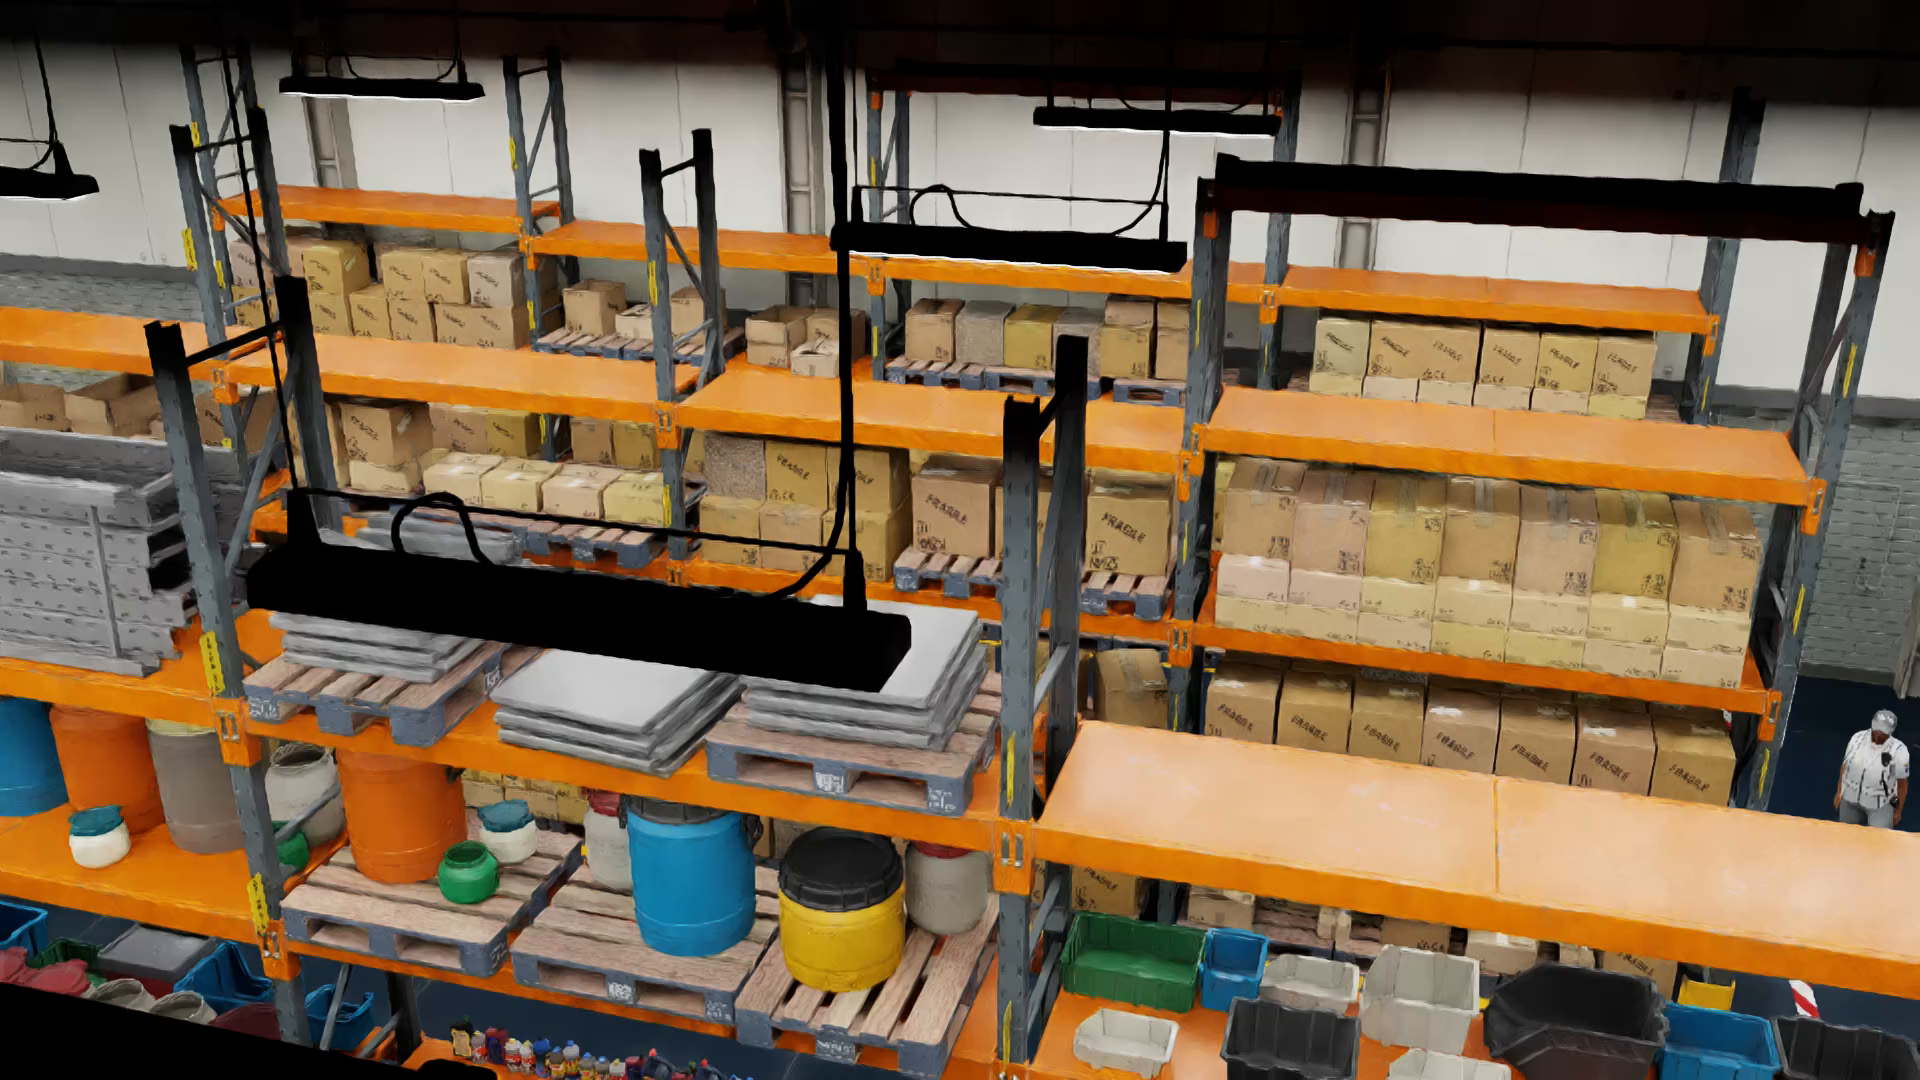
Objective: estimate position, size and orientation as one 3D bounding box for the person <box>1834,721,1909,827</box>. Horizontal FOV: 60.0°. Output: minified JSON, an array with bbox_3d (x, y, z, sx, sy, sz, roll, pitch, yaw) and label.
[{"bbox_3d":[7.401,2.134,13.483,0.565,1.637,0.731,-15,27,-33],"label":"person"}]

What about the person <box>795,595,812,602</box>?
[{"bbox_3d":[-1.430,0.976,16.440,0.499,1.541,0.566,5,23,12],"label":"person"}]
